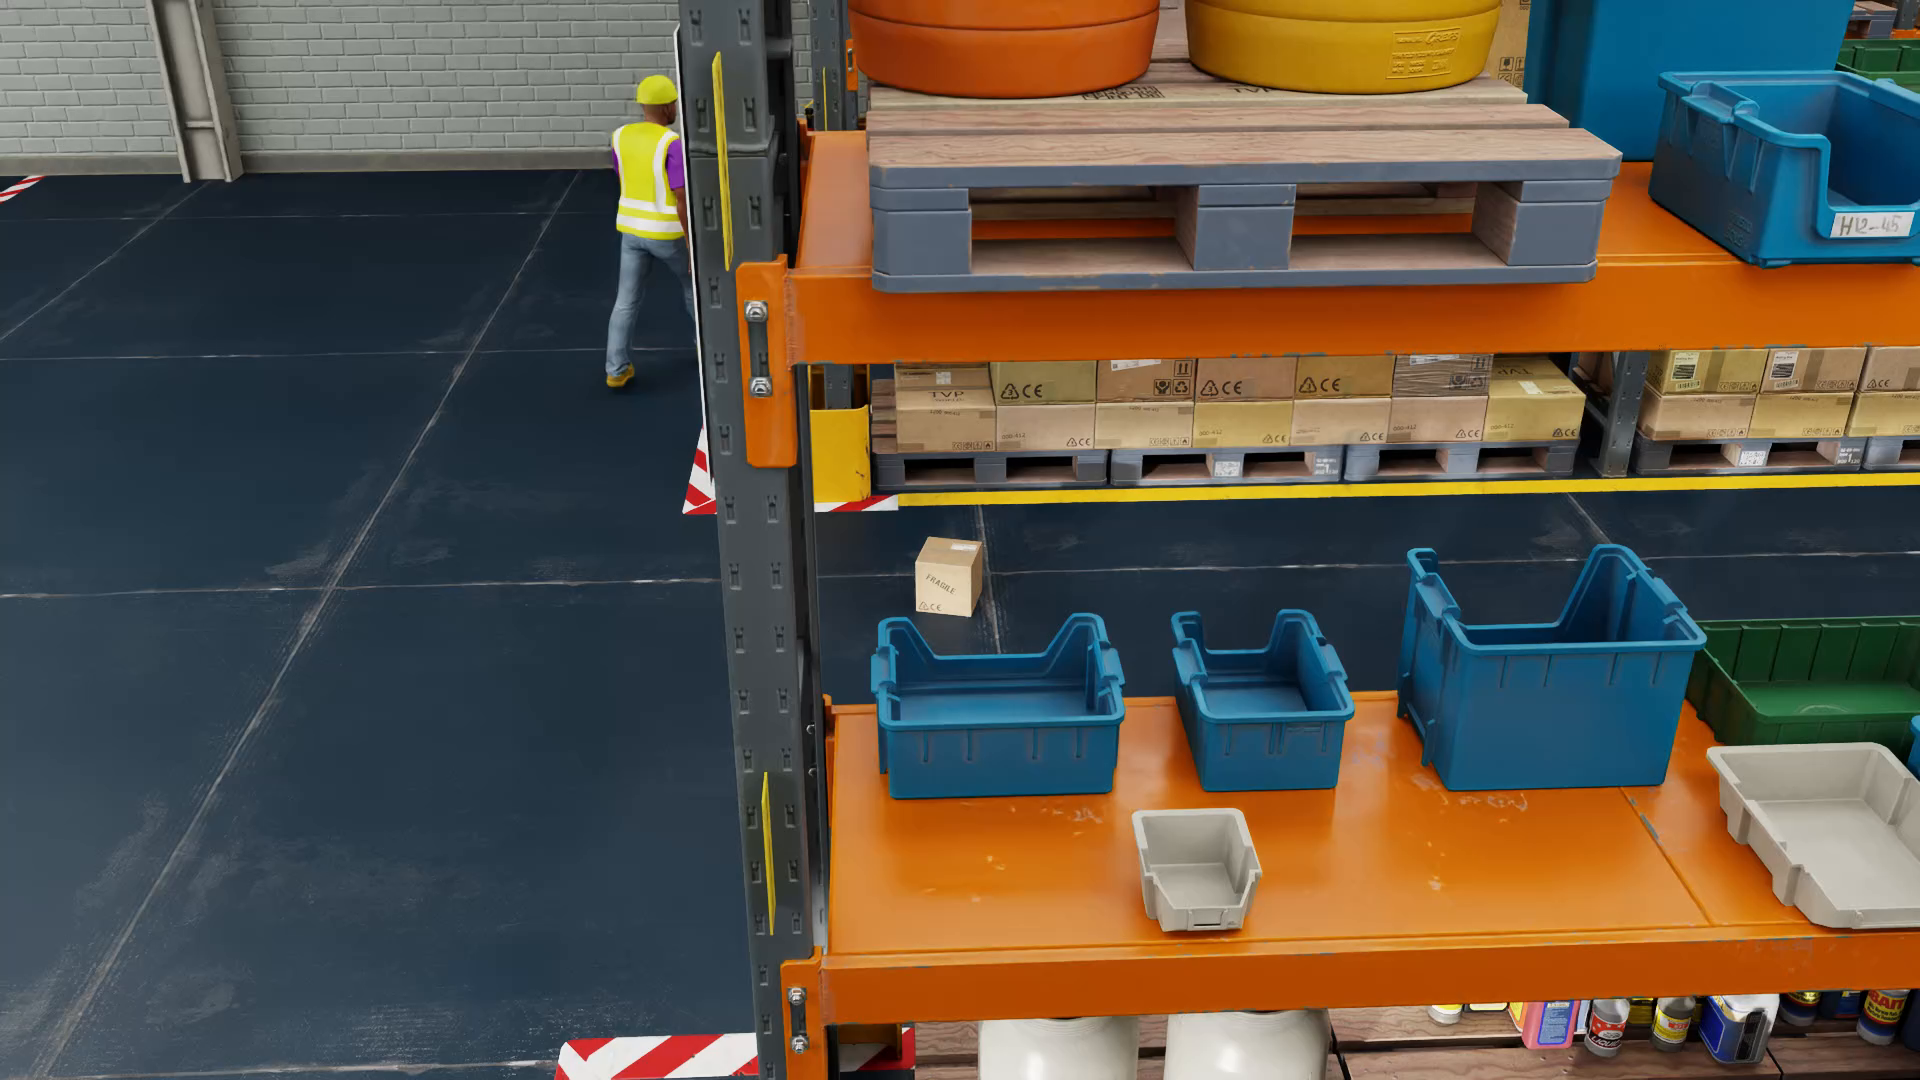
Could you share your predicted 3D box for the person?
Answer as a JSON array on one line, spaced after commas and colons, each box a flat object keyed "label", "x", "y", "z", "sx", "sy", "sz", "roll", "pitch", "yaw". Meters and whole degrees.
[{"label": "person", "x": -1.703, "y": -1.809, "z": 9.581, "sx": 0.640, "sy": 1.699, "sz": 1.052, "roll": 12, "pitch": 30, "yaw": 22}]
